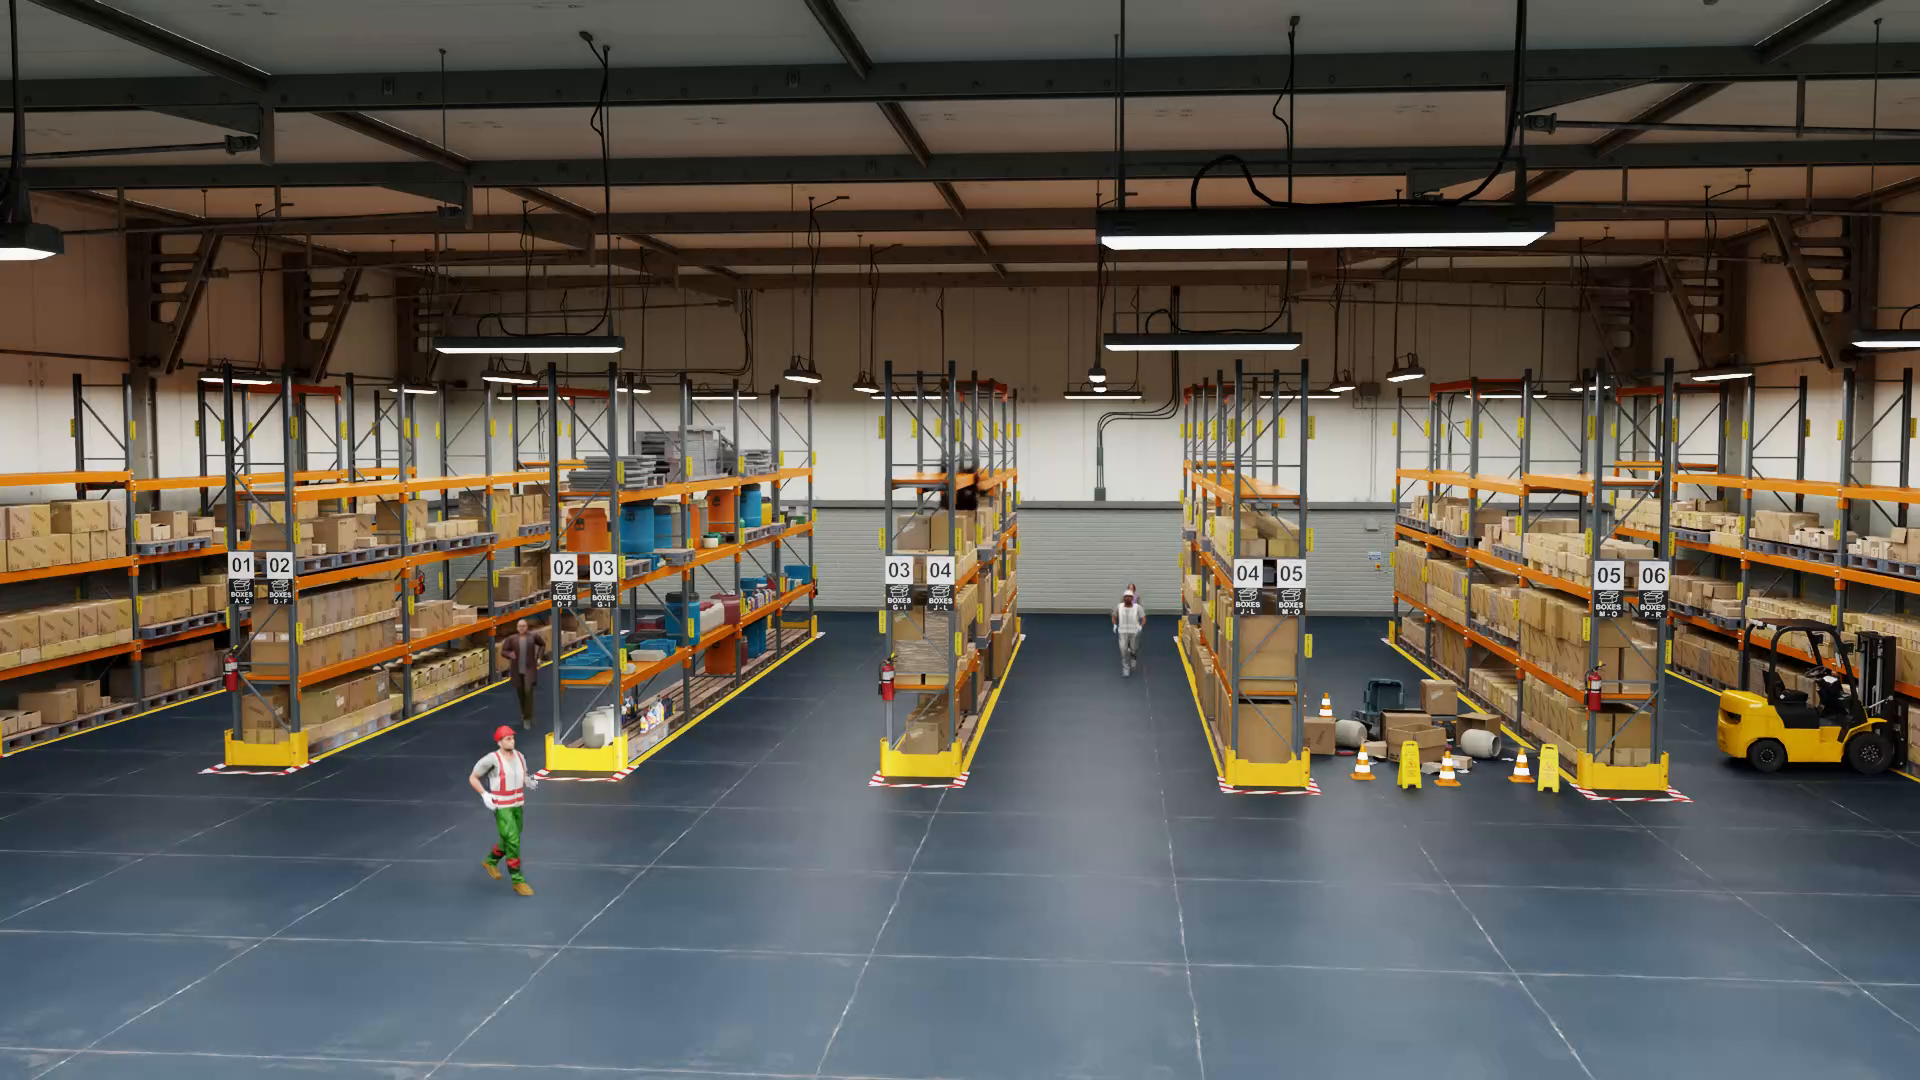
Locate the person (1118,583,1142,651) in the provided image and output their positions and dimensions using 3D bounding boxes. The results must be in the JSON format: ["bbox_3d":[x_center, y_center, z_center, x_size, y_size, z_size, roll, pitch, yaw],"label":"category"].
[{"bbox_3d":[3.855,1.763,37.580,0.525,1.538,0.528,0,4,1],"label":"person"}]

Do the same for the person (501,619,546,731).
[{"bbox_3d":[-7.393,2.249,28.135,0.696,1.825,0.950,0,4,-4],"label":"person"}]

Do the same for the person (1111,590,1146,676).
[{"bbox_3d":[3.443,1.892,33.978,0.720,1.750,0.812,1,4,11],"label":"person"}]

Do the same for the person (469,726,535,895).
[{"bbox_3d":[-4.947,2.909,18.093,0.862,1.796,0.651,2,4,31],"label":"person"}]
